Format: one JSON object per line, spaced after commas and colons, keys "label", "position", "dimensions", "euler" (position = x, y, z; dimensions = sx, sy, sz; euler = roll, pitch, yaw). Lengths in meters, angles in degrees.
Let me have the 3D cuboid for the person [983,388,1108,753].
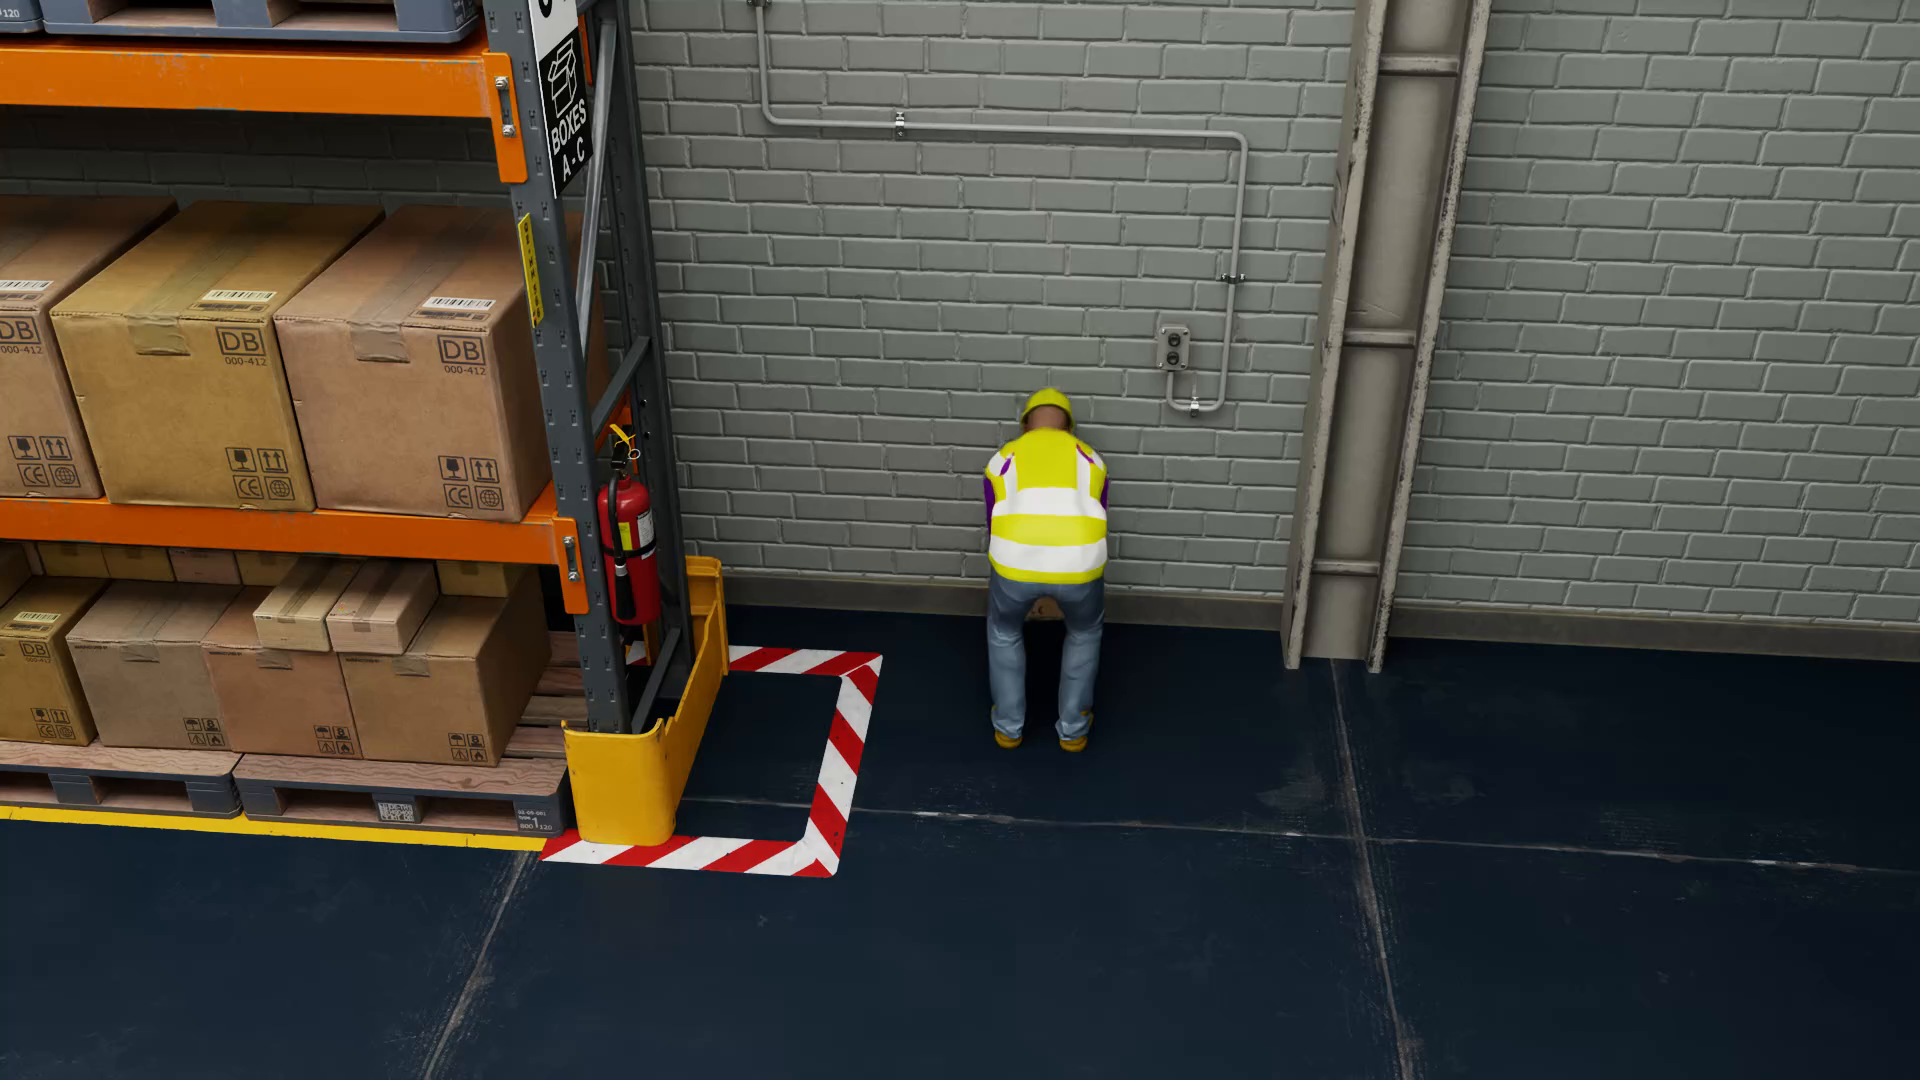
{"label": "person", "position": [0.324, 0.122, 6.458], "dimensions": [0.475, 1.192, 0.967], "euler": [2, 32, 2]}
